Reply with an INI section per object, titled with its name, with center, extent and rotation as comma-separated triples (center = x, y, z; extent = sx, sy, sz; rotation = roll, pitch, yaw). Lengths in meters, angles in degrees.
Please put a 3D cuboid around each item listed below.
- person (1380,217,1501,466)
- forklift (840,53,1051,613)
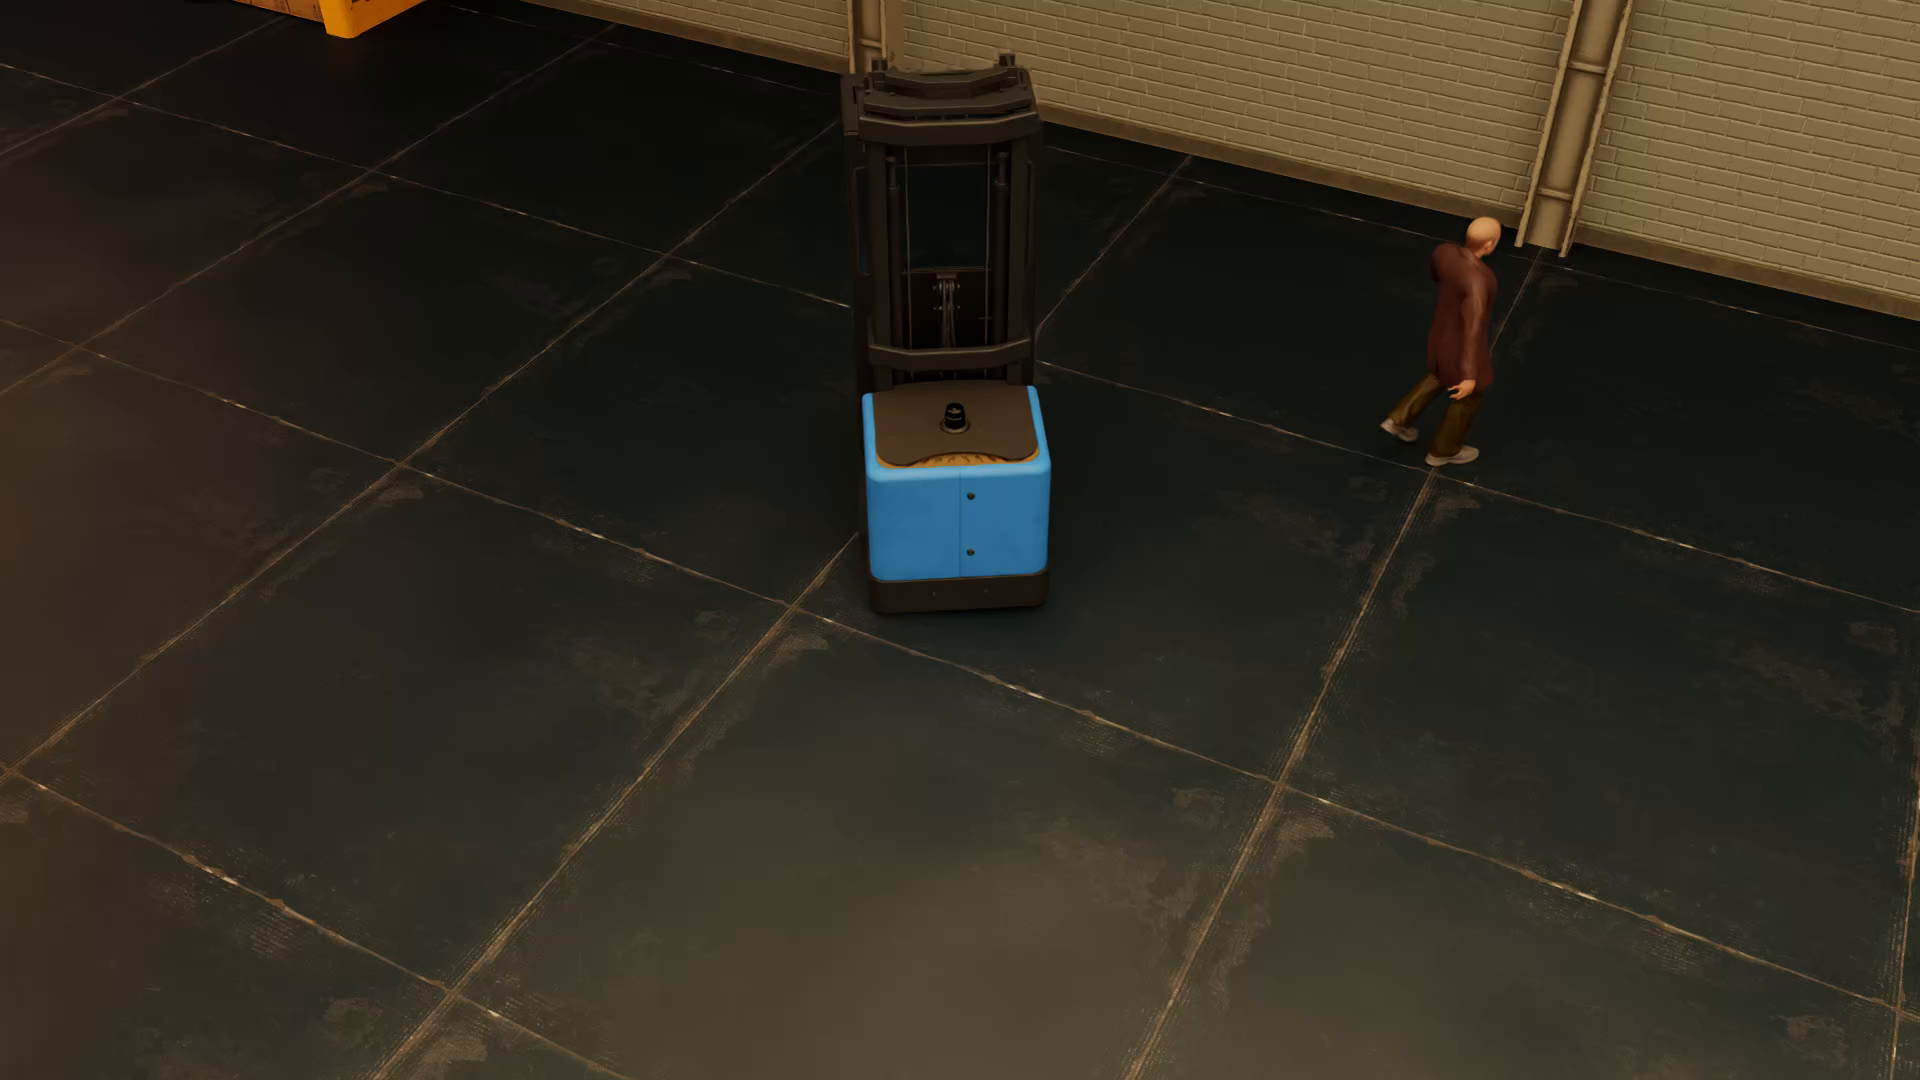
[person]
center = 3.090, -1.224, 10.352
extent = 0.606, 1.761, 0.852
rotation = -12, 42, -14
[forklift]
center = -0.114, -1.634, 9.927
extent = 1.130, 2.935, 3.031
rotation = -3, 40, -3
